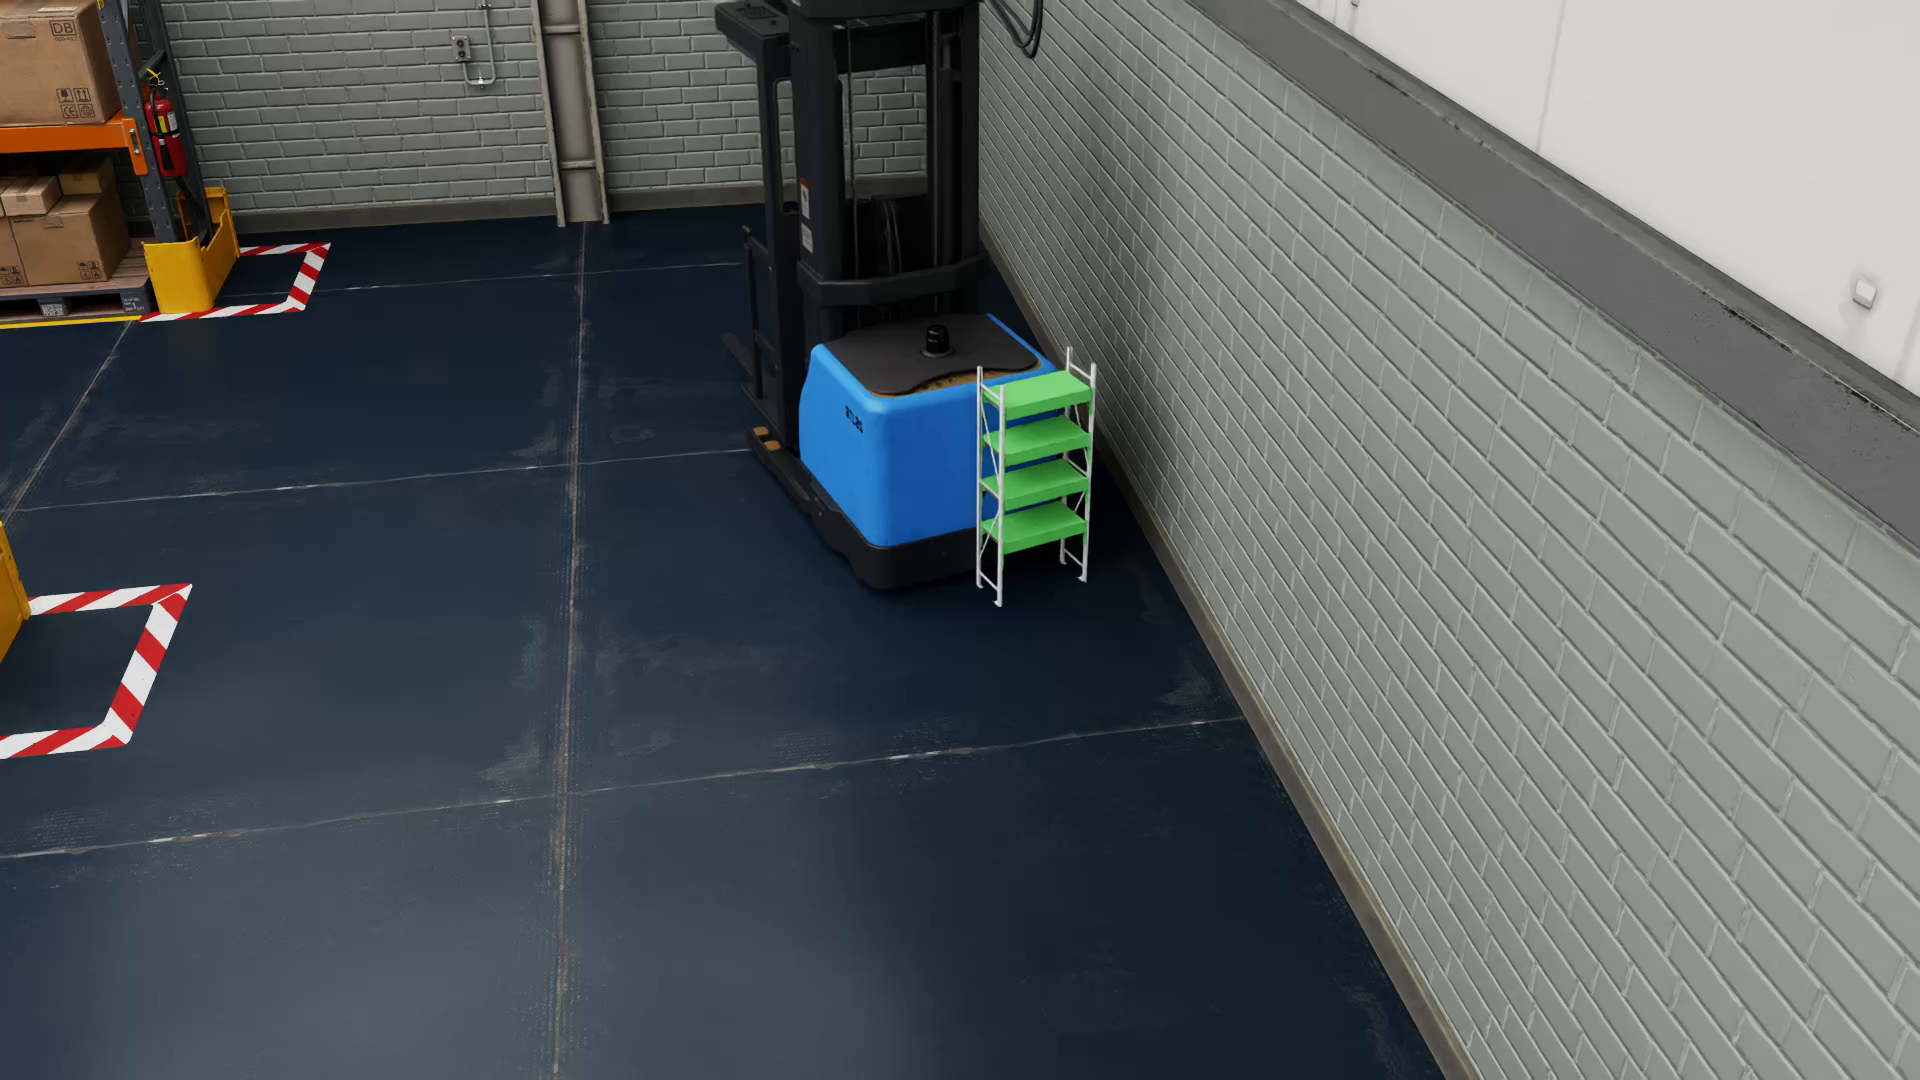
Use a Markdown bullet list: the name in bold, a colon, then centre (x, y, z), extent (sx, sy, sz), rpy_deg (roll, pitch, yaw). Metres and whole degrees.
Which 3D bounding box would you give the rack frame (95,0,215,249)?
- **rack frame**: centre (-5.444, -3.136, 11.123), extent (0.127, 3.000, 1.000), rpy_deg (-5, 31, -9)

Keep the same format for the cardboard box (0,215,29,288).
- **cardboard box**: centre (-6.606, -2.080, 11.379), extent (0.500, 0.500, 0.700), rpy_deg (-5, 31, -9)

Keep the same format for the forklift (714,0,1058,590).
- **forklift**: centre (-0.579, -1.746, 8.827), extent (1.130, 2.935, 3.031), rpy_deg (-13, 33, -21)

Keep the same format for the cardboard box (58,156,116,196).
- **cardboard box**: centre (-6.027, -2.516, 11.482), extent (0.250, 0.149, 0.380), rpy_deg (-5, 31, -9)

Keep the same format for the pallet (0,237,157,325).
- **pallet**: centre (-6.216, -1.822, 11.640), extent (1.213, 0.211, 1.003), rpy_deg (-5, 31, -9)

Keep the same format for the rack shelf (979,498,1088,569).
- **rack shelf**: centre (0.360, -0.036, 8.228), extent (0.480, 0.148, 0.258), rpy_deg (-15, 34, -24)

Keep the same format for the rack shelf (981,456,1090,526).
- **rack shelf**: centre (0.360, -0.243, 8.106), extent (0.480, 0.148, 0.258), rpy_deg (-15, 34, -24)

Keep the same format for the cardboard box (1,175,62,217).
- **cardboard box**: centre (-6.208, -2.302, 11.118), extent (0.250, 0.149, 0.380), rpy_deg (-6, 31, -10)

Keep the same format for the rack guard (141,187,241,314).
- **rack guard**: centre (-5.420, -2.060, 11.761), extent (0.348, 0.500, 1.175), rpy_deg (-5, 31, -9)

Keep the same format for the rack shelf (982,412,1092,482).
- **rack shelf**: centre (0.360, -0.450, 7.984), extent (0.480, 0.148, 0.258), rpy_deg (-15, 34, -24)

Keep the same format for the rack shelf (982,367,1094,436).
- **rack shelf**: centre (0.360, -0.657, 7.863), extent (0.480, 0.148, 0.258), rpy_deg (-15, 34, -24)

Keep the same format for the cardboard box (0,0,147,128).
- **cardboard box**: centre (-5.944, -3.213, 10.960), extent (0.700, 0.700, 0.980), rpy_deg (-4, 31, -7)

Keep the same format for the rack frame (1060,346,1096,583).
- **rack frame**: centre (0.575, -0.356, 8.172), extent (0.015, 1.200, 0.240), rpy_deg (-15, 34, -24)

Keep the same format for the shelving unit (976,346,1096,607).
- **shelving unit**: centre (0.360, -0.298, 8.074), extent (0.503, 1.200, 0.258), rpy_deg (-15, 34, -24)

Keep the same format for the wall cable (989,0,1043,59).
- **wall cable**: centre (0.184, -4.721, 10.965), extent (0.112, 2.526, 3.097), rpy_deg (-5, 31, -9)

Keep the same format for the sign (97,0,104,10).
- **sign**: centre (-5.360, -3.465, 10.308), extent (0.005, 0.325, 0.100), rpy_deg (-5, 31, -9)

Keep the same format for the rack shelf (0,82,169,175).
- **rack shelf**: centre (-7.411, -2.643, 10.995), extent (4.000, 0.370, 1.077), rpy_deg (-5, 31, -9)

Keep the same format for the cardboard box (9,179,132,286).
- **cardboard box**: centre (-6.114, -2.125, 11.457), extent (0.500, 0.500, 0.700), rpy_deg (-5, 31, -9)

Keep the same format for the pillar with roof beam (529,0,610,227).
- **pillar with roof beam**: centre (-2.168, -4.253, 7.105), extent (0.400, 9.000, 9.100), rpy_deg (-5, 31, -9)

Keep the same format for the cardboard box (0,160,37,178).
- **cardboard box**: centre (-6.526, -2.469, 11.402), extent (0.250, 0.149, 0.380), rpy_deg (-5, 31, -9)

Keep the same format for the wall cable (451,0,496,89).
- **wall cable**: centre (-4.355, -4.162, 11.867), extent (1.851, 1.984, 0.084), rpy_deg (-5, 31, -9)

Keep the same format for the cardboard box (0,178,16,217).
- **cardboard box**: centre (-6.459, -2.279, 11.078), extent (0.250, 0.149, 0.380), rpy_deg (-5, 31, -8)

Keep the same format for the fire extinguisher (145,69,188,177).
- **fire extinguisher**: centre (-5.212, -2.725, 10.870), extent (0.183, 0.674, 0.296), rpy_deg (-5, 31, -9)

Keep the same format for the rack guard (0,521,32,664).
- **rack guard**: centre (-4.623, 0.418, 7.545), extent (0.348, 0.500, 1.175), rpy_deg (-5, 31, -9)

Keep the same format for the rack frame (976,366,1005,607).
- **rack frame**: centre (0.144, -0.241, 7.975), extent (0.015, 1.200, 0.240), rpy_deg (-15, 34, -24)
